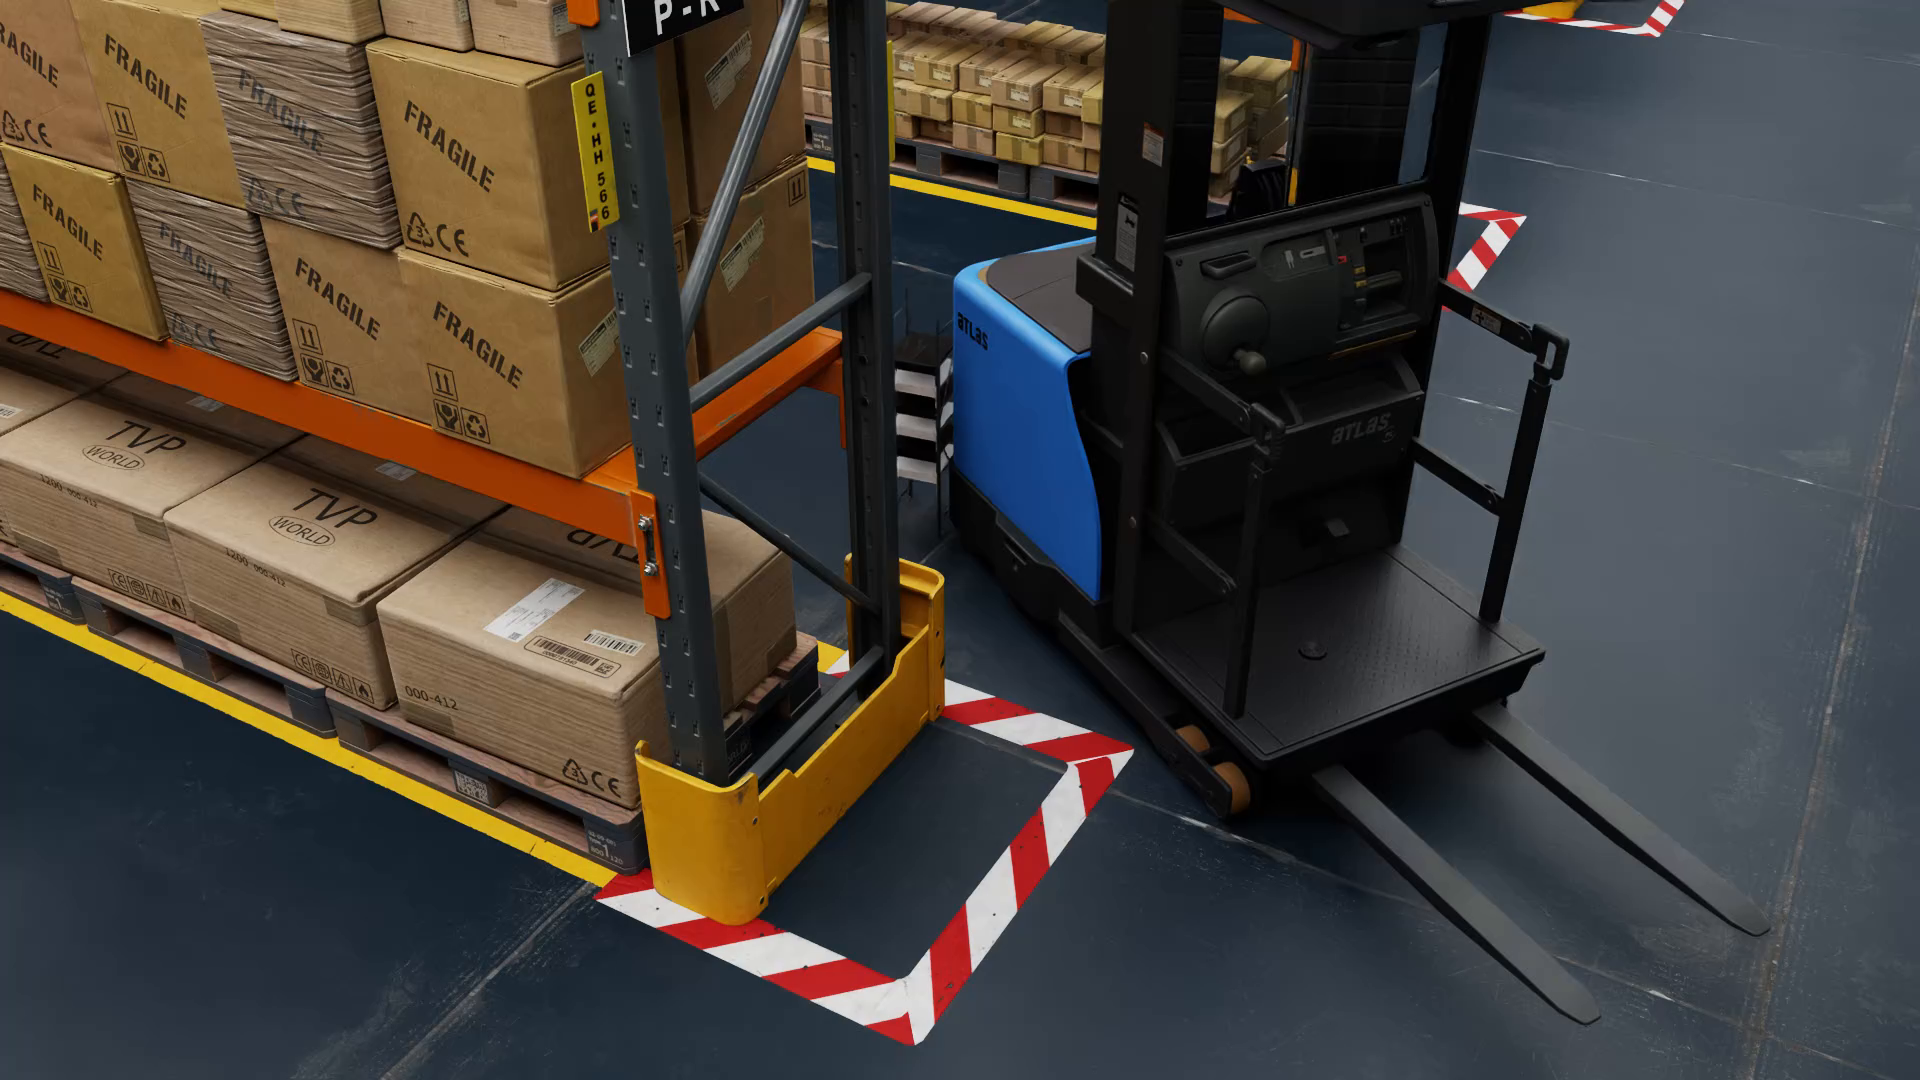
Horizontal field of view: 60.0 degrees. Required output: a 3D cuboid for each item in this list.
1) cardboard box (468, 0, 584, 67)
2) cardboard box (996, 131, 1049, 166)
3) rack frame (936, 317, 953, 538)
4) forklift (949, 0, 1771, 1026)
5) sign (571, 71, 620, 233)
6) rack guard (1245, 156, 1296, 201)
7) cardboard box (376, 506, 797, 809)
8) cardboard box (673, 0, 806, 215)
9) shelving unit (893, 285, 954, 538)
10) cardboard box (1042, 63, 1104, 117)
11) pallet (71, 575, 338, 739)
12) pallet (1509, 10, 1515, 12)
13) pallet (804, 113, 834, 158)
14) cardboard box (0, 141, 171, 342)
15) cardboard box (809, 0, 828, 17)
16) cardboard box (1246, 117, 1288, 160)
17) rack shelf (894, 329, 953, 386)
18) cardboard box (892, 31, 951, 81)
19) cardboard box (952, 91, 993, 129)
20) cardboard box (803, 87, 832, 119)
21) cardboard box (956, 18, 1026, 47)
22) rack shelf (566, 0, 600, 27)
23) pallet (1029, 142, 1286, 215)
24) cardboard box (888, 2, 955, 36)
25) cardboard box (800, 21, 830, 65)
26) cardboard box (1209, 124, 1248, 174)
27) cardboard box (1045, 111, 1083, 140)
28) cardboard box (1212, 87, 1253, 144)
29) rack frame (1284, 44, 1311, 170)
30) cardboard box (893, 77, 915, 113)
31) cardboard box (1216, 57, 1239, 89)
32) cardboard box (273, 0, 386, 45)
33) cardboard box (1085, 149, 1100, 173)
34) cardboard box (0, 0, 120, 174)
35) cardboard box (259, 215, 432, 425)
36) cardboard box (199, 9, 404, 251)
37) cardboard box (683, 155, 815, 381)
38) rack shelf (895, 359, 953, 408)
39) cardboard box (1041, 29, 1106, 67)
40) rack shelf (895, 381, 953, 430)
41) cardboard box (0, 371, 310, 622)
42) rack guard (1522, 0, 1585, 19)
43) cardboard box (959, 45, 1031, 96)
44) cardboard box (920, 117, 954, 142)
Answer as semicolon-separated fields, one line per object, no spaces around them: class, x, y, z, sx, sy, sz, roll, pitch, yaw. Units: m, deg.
cardboard box;-0.896;-1.224;3.804;0.250;0.149;0.380;18;38;25
cardboard box;0.390;-2.174;9.002;0.250;0.149;0.380;16;37;22
rack frame;-0.039;-0.445;6.107;0.006;0.900;0.240;12;35;17
forklift;1.103;-0.674;4.618;1.130;2.935;3.031;-17;37;-23
sign;-0.766;-0.817;3.512;0.005;0.325;0.100;18;37;24
rack guard;1.818;-1.884;8.628;0.348;0.500;1.175;18;37;24
cardboard box;-1.107;0.264;5.079;0.875;0.438;0.875;16;37;23
cardboard box;-0.760;-1.221;4.385;0.500;0.500;0.500;17;37;23
shelving unit;-0.135;-0.465;6.136;0.210;0.900;0.258;12;35;17
cardboard box;0.627;-2.372;8.762;0.250;0.149;0.380;16;37;23
pallet;-2.273;0.149;5.837;1.213;0.211;1.003;18;37;24
pallet;3.699;-4.284;12.493;1.213;0.211;1.003;18;37;24
pallet;-0.989;-2.675;10.077;1.213;0.211;1.003;18;37;24
cardboard box;-2.369;-0.959;4.893;0.500;0.500;0.500;19;38;26
cardboard box;-0.690;-3.151;9.932;0.250;0.149;0.380;17;37;24
cardboard box;1.588;-2.190;9.026;0.250;0.149;0.380;18;38;25
rack shelf;-0.135;-0.662;6.005;0.200;0.077;0.258;12;35;17
cardboard box;-0.244;-2.690;9.239;0.250;0.149;0.380;16;37;22
cardboard box;0.162;-2.381;9.044;0.250;0.149;0.380;20;38;27
cardboard box;-0.715;-2.575;9.604;0.250;0.149;0.380;17;37;23
cardboard box;0.179;-2.823;9.439;0.250;0.149;0.380;18;38;25
rack shelf;-2.221;-1.993;4.479;4.000;0.370;1.077;18;37;24
pallet;1.130;-2.004;9.070;1.213;0.211;1.003;18;37;24
cardboard box;-0.223;-3.012;9.723;0.250;0.149;0.380;16;37;22
cardboard box;-0.702;-2.834;9.456;0.250;0.149;0.380;17;37;23
cardboard box;1.284;-2.023;8.507;0.250;0.149;0.380;17;37;23
cardboard box;0.649;-2.289;8.906;0.250;0.149;0.380;17;37;24
cardboard box;1.298;-2.163;8.449;0.250;0.149;0.380;18;38;25
rack frame;1.884;-2.904;7.904;0.127;3.000;1.000;18;37;24
cardboard box;-0.292;-2.524;9.258;0.250;0.149;0.380;17;37;24
cardboard box;1.298;-2.465;8.902;0.250;0.149;0.380;18;38;25
cardboard box;-1.394;-1.313;3.937;0.250;0.149;0.380;17;37;24
cardboard box;0.863;-2.072;8.849;0.250;0.149;0.380;17;37;24
cardboard box;-2.353;-1.376;4.618;0.500;0.500;0.500;17;37;24
cardboard box;-1.463;-0.686;4.484;0.500;0.500;0.500;17;37;23
cardboard box;-1.490;-1.099;4.202;0.500;0.500;0.500;18;38;25
cardboard box;-0.759;-0.806;4.663;0.500;0.500;0.500;17;37;24
rack shelf;-0.135;-0.587;6.055;0.200;0.077;0.258;12;35;17
cardboard box;0.651;-2.705;9.263;0.250;0.149;0.380;19;38;26
rack shelf;-0.135;-0.512;6.105;0.200;0.077;0.258;12;35;17
cardboard box;-2.688;-0.232;5.825;0.875;0.438;0.875;16;37;23
rack guard;4.453;-4.216;12.130;0.348;0.500;1.175;18;37;24
cardboard box;0.193;-2.545;9.021;0.250;0.149;0.380;16;37;23
cardboard box;-0.020;-2.364;9.288;0.250;0.149;0.380;19;38;26
